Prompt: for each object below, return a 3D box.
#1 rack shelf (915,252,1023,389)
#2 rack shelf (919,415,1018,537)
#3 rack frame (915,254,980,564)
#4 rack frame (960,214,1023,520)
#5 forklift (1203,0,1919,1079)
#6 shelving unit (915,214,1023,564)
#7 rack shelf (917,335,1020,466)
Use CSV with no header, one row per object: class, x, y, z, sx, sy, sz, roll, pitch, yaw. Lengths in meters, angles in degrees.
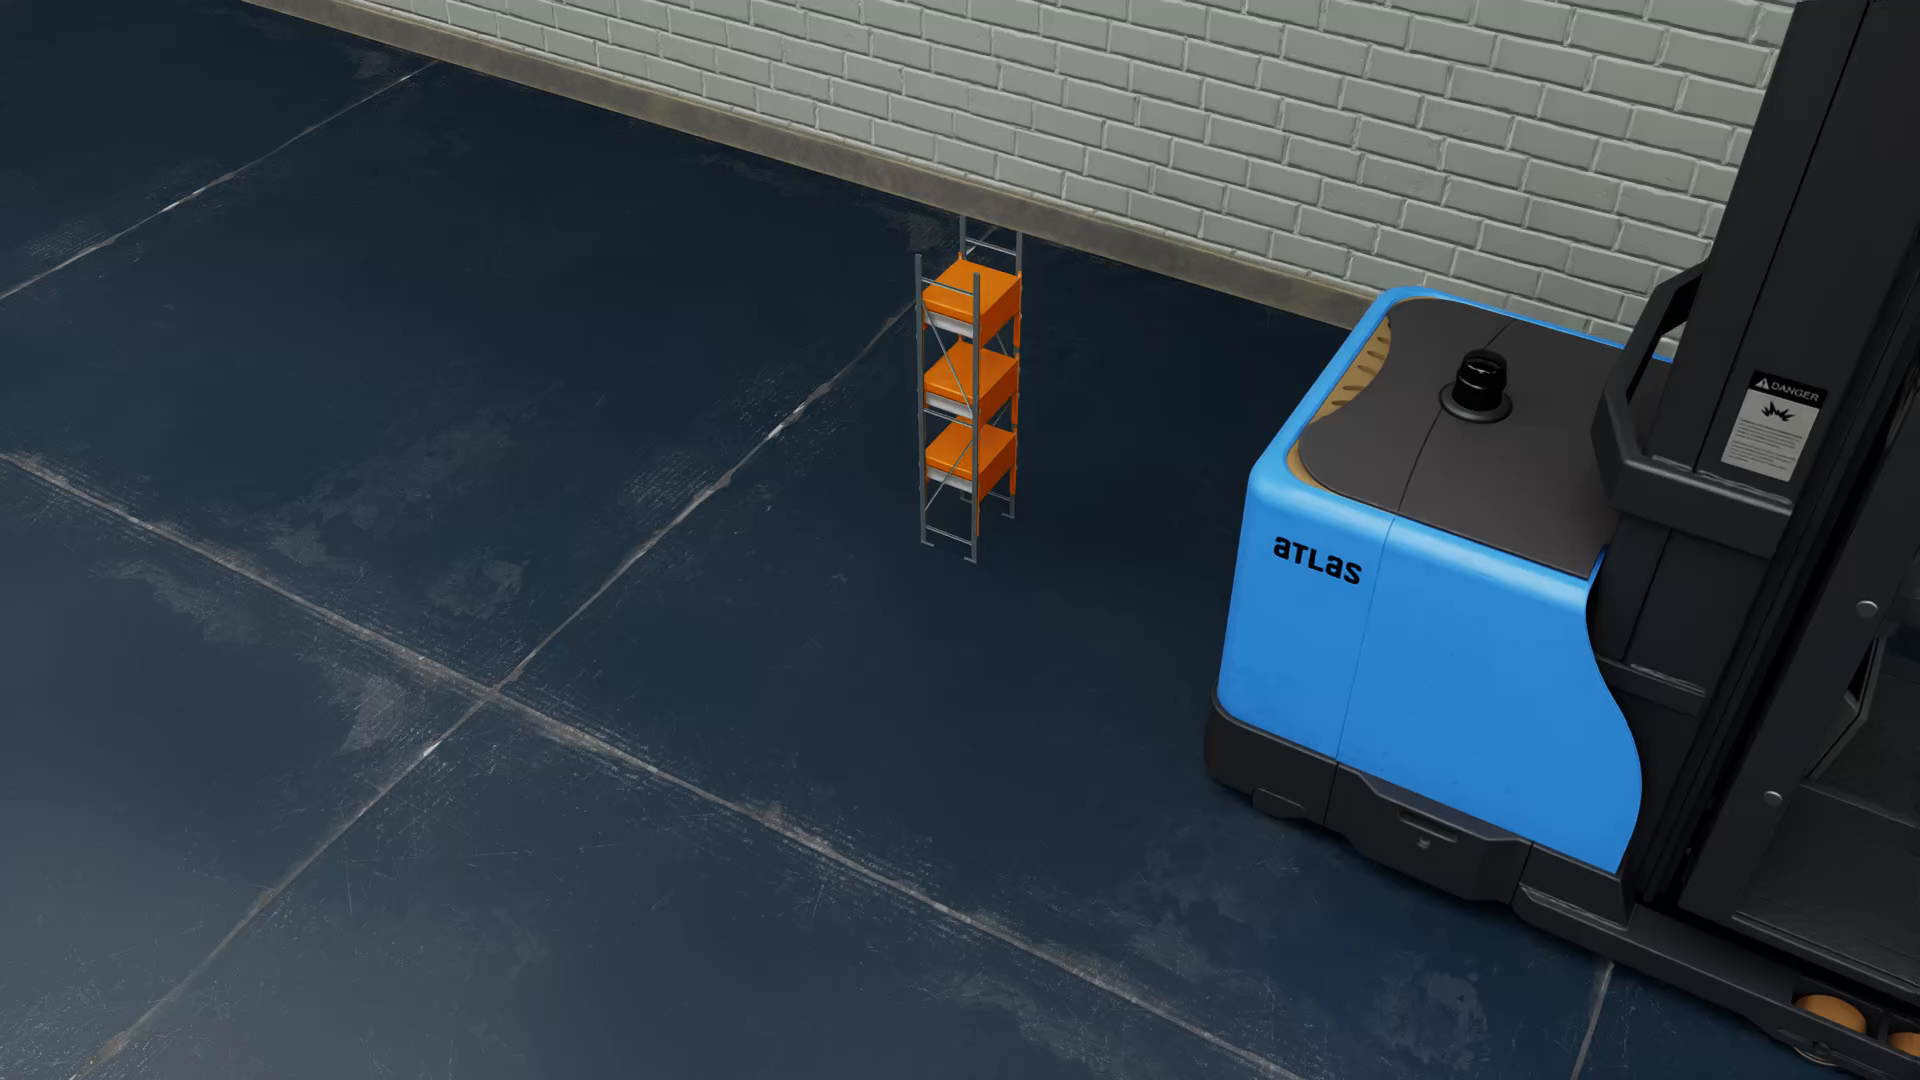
rack shelf,0.027,-0.630,4.757,0.215,0.259,0.240,21,45,22
rack shelf,0.027,-0.208,5.128,0.215,0.259,0.240,21,45,22
rack frame,-0.034,-0.355,4.859,0.200,1.050,0.008,21,45,22
rack frame,0.088,-0.494,5.017,0.200,1.050,0.008,21,45,22
forklift,2.184,-0.221,3.284,3.031,2.935,1.130,21,46,22
shelving unit,0.027,-0.425,4.938,0.215,1.050,0.252,21,45,22
rack shelf,0.027,-0.417,4.945,0.215,0.259,0.240,21,45,22
